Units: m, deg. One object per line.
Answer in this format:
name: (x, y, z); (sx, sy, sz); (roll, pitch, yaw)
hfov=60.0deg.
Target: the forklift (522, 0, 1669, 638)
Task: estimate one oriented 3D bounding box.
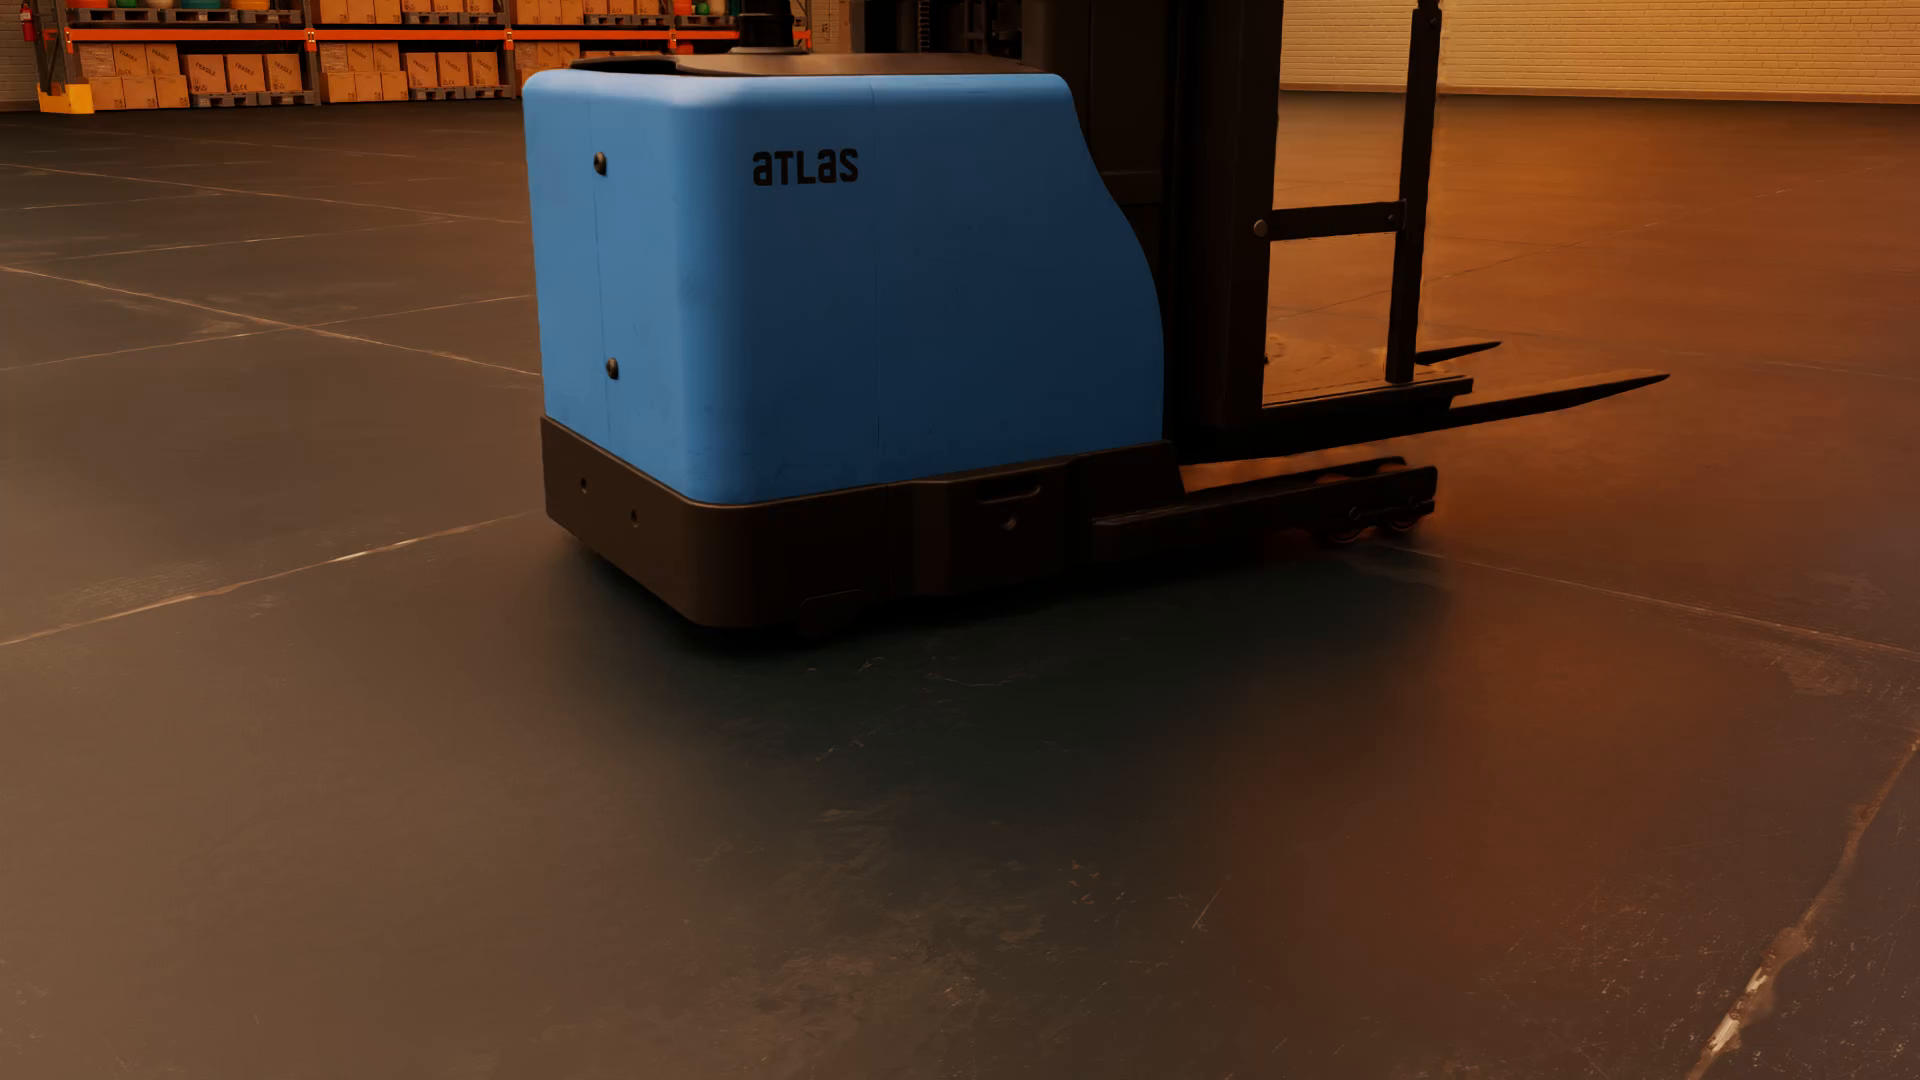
forklift: (0.554, -1.513, 3.880); (3.031, 2.935, 1.130); (-10, 20, -30)
